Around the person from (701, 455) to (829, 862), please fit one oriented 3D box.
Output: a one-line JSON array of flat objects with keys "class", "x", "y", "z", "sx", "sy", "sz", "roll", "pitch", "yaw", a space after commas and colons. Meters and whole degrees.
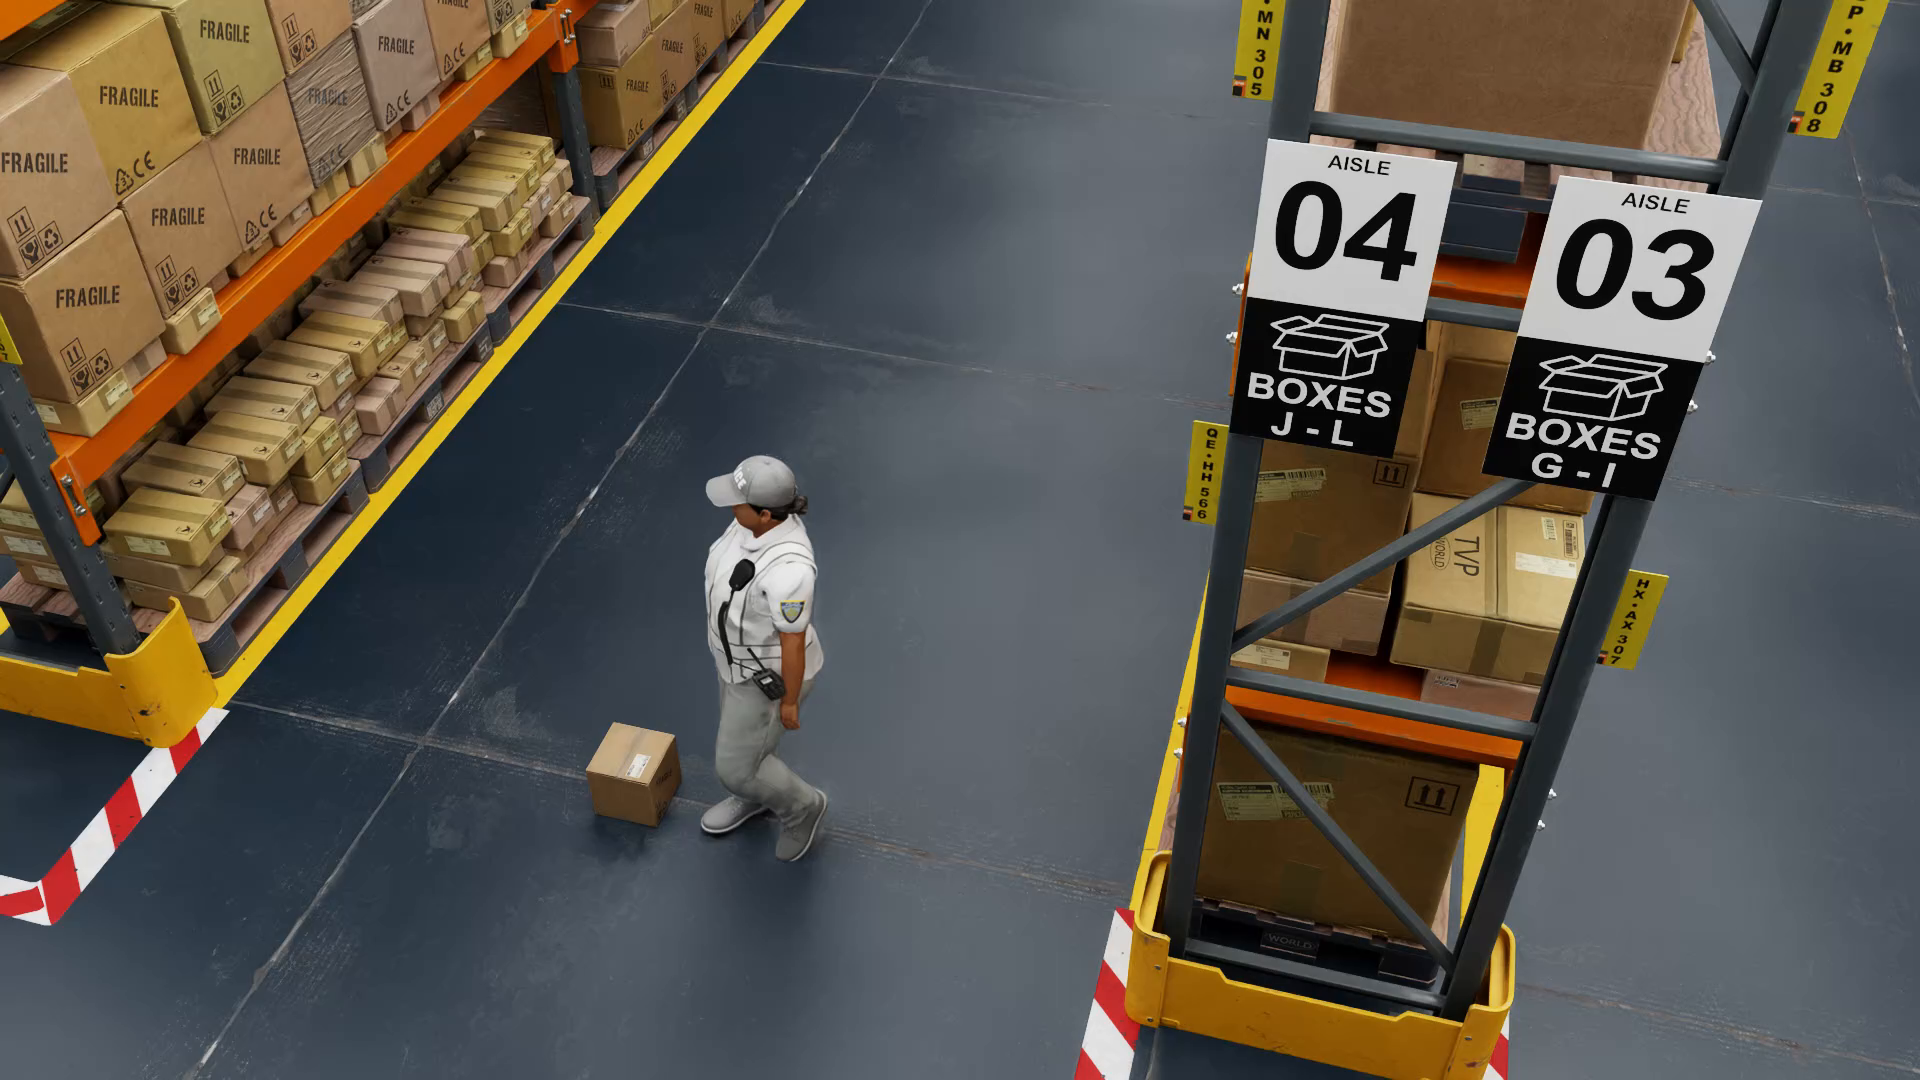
[{"class": "person", "x": -0.718, "y": 0.427, "z": 5.681, "sx": 0.489, "sy": 1.697, "sz": 0.512, "roll": -13, "pitch": 43, "yaw": -15}]
